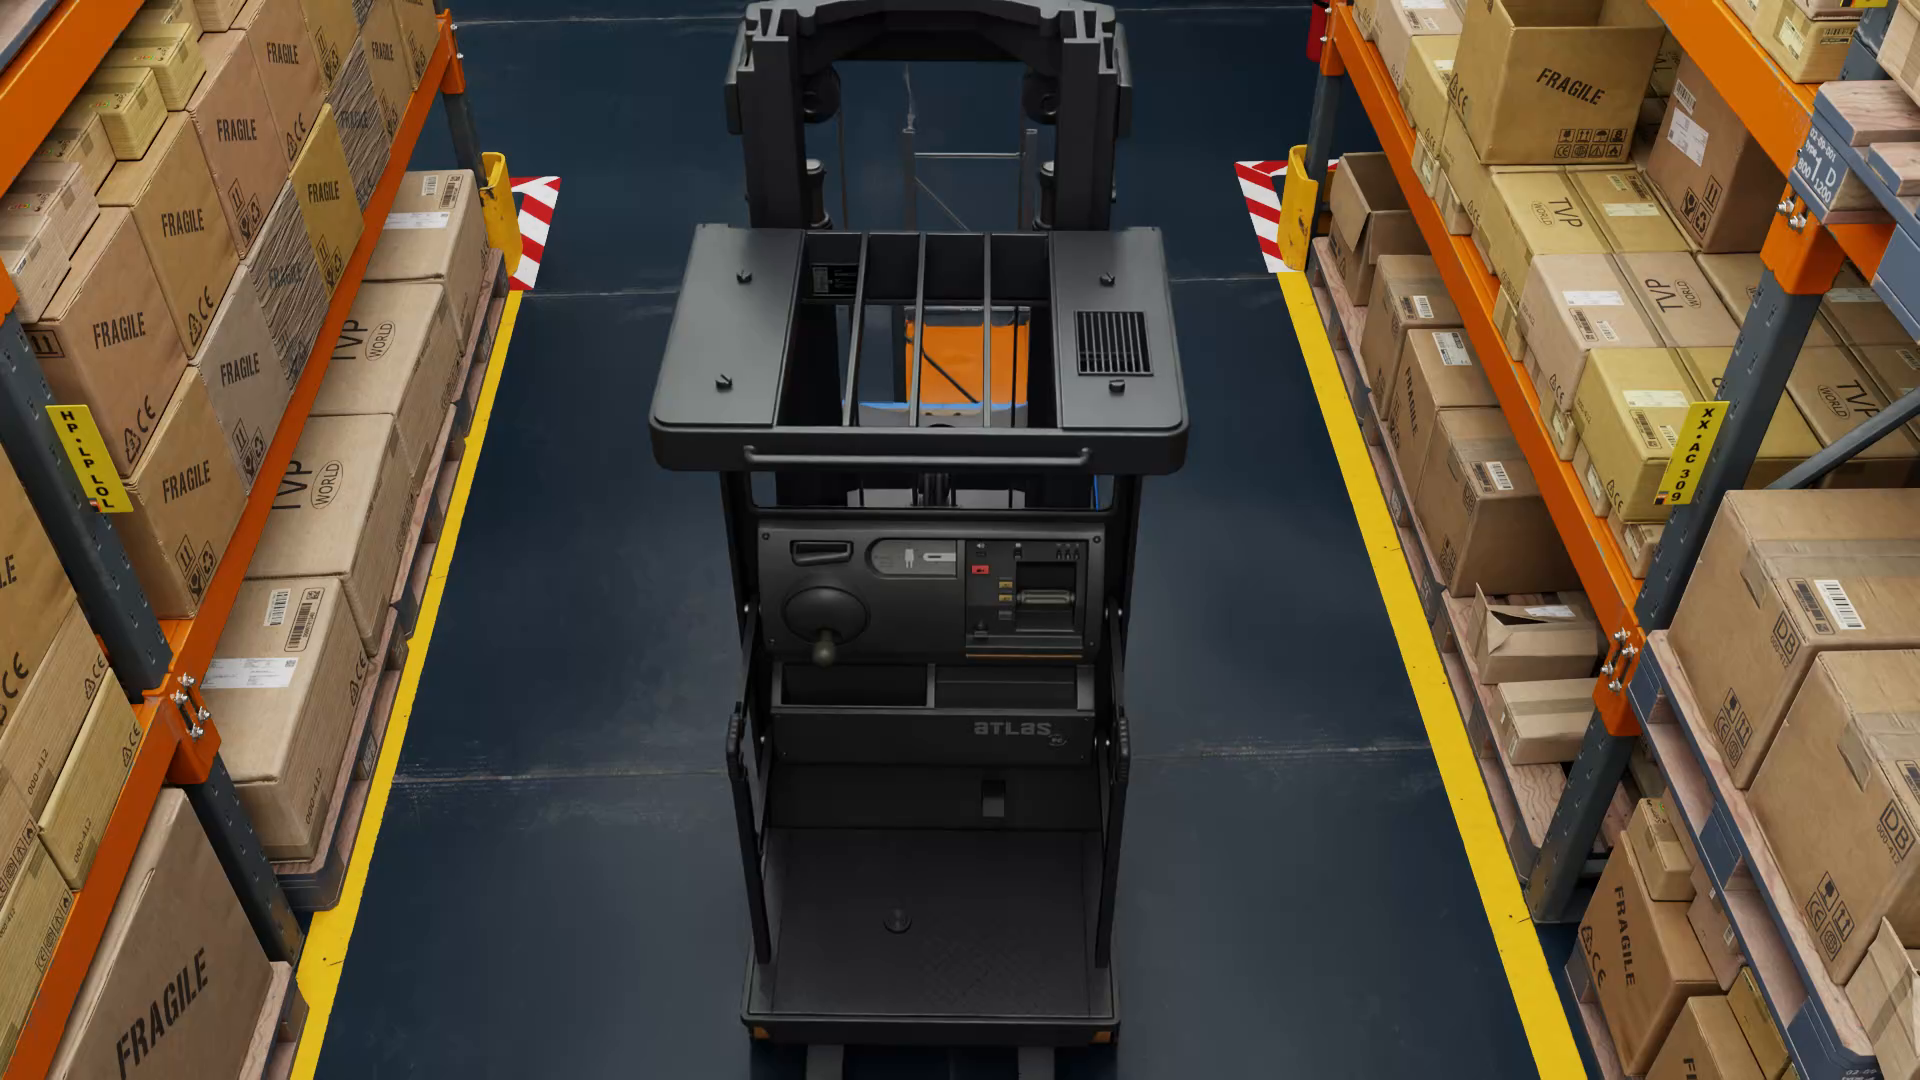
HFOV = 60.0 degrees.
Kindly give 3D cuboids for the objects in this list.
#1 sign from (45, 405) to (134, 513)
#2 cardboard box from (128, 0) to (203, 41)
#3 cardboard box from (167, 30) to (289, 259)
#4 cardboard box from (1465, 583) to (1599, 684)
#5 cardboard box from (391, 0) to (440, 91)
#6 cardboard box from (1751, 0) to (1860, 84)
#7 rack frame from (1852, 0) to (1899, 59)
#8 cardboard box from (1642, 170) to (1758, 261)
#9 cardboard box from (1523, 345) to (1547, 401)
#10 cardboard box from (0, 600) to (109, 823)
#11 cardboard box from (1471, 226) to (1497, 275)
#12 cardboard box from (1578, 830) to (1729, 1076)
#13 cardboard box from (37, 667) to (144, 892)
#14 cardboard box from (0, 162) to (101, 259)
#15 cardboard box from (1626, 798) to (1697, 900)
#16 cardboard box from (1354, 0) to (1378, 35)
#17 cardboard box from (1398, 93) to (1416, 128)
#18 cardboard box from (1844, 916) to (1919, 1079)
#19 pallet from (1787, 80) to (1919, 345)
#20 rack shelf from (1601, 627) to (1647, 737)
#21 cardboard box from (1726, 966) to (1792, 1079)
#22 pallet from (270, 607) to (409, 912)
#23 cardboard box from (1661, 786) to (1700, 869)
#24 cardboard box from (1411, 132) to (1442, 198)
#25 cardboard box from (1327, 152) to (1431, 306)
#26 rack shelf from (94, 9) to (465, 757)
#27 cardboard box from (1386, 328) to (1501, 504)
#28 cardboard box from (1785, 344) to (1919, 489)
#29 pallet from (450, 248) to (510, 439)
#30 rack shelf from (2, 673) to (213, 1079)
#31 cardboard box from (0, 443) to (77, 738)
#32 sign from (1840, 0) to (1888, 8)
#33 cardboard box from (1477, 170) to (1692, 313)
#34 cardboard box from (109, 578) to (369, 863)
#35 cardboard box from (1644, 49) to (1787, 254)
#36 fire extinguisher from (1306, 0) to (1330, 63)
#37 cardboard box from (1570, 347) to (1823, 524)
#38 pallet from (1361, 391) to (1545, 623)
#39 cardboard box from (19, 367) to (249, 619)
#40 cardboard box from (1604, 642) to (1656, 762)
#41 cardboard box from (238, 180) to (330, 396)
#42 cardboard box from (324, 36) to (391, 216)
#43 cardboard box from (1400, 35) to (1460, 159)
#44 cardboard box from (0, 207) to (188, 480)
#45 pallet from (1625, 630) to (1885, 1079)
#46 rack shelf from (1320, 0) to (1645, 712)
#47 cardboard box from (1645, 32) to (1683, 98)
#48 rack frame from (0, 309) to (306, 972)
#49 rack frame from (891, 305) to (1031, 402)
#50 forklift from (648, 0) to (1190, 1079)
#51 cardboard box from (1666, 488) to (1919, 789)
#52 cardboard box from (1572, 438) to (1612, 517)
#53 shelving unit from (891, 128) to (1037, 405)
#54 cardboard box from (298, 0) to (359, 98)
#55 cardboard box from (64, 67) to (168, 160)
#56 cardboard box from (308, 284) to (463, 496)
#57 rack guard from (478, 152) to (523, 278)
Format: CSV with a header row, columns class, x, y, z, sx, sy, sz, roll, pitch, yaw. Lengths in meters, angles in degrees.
class,x,y,z,sx,sy,sz,roll,pitch,yaw
sign,-2.062,-0.189,3.938,0.100,0.325,0.005,-2,43,-2
cardboard box,-2.462,-1.495,4.867,0.380,0.149,0.250,-2,43,-2
cardboard box,-2.407,-1.190,5.014,0.500,0.500,0.500,-1,43,-1
cardboard box,2.023,0.331,5.882,0.396,0.266,0.258,0,43,0
cardboard box,-2.488,-2.188,6.843,0.500,0.500,0.500,-1,43,-2
cardboard box,2.045,-1.161,3.763,0.380,0.149,0.250,-2,43,-2
rack frame,2.356,-2.125,2.409,1.000,3.000,0.127,-2,43,-2
cardboard box,2.556,-0.997,5.509,0.500,0.250,0.500,-1,43,-1
cardboard box,2.038,-0.557,5.324,0.380,0.149,0.250,-1,43,-1
cardboard box,-2.342,0.393,3.843,0.500,0.250,0.500,-2,43,-2
cardboard box,2.042,-1.071,5.885,0.380,0.149,0.250,-2,43,-2
cardboard box,2.151,1.186,4.775,0.500,0.500,0.500,0,43,0
cardboard box,-2.332,0.582,4.006,0.500,0.250,0.500,-3,43,-3
cardboard box,-2.384,-0.806,4.116,0.380,0.149,0.250,-1,43,-1
cardboard box,2.105,0.864,4.647,0.380,0.149,0.250,0,43,0
cardboard box,1.936,-2.354,6.990,0.500,0.250,0.500,-1,43,-2
cardboard box,1.978,-1.773,6.650,0.380,0.149,0.250,0,43,0
cardboard box,2.031,0.930,3.304,0.396,0.266,0.258,0,43,0
pallet,2.313,-0.508,3.003,1.213,0.211,1.003,-2,43,-2
rack shelf,2.441,1.702,3.206,1.077,0.370,4.000,-2,43,-2
cardboard box,2.216,1.221,4.257,0.380,0.149,0.250,-4,43,-4
pallet,-2.557,0.744,5.783,1.003,0.211,1.213,-2,43,-2
cardboard box,2.166,0.752,4.548,0.380,0.149,0.250,-2,43,-3
cardboard box,1.931,-1.421,6.266,0.380,0.149,0.250,-3,43,-3
cardboard box,2.117,-1.433,7.630,0.797,0.503,0.637,-3,43,-3
rack shelf,-2.688,-0.854,5.994,1.077,0.370,4.000,-2,43,-2
cardboard box,2.037,-0.494,6.608,0.500,0.500,0.500,-1,43,-1
cardboard box,2.604,-0.310,4.759,0.500,0.250,0.500,-2,43,-2
pallet,-2.661,-0.904,7.580,1.003,0.211,1.213,-2,43,-2
rack shelf,-2.518,1.847,3.048,1.077,0.370,4.000,-2,43,-2
cardboard box,-2.334,0.120,3.585,0.500,0.500,0.500,0,43,0
sign,1.814,-1.189,3.225,0.100,0.325,0.005,-2,43,-2
cardboard box,2.046,-0.980,5.490,0.500,0.250,0.500,-2,43,-2
cardboard box,-2.523,0.594,5.467,0.875,0.438,0.875,-2,43,-2
cardboard box,2.558,-1.258,5.238,0.500,0.500,0.500,-3,43,-3
fire extinguisher,1.718,-2.534,7.628,0.296,0.674,0.183,-2,43,-2
cardboard box,2.090,-0.305,4.754,0.500,0.250,0.500,-1,43,-1
pallet,2.273,-0.175,6.785,1.003,0.211,1.213,-2,43,-2
cardboard box,-2.362,-0.130,4.598,0.500,0.500,0.500,0,43,0
cardboard box,2.564,0.470,5.697,0.500,0.311,0.500,0,43,0
cardboard box,-2.394,-0.806,5.335,0.500,0.500,0.500,-1,43,-2
cardboard box,-2.450,-1.502,6.094,0.500,0.500,0.500,-1,43,-1
cardboard box,1.982,-1.672,6.245,0.500,0.250,0.500,-2,43,-3
cardboard box,-2.382,-0.503,4.265,0.500,0.500,0.500,-1,43,-2
pallet,2.281,0.700,3.909,1.003,0.211,1.213,-2,43,-2
rack shelf,2.271,-0.999,6.152,1.077,0.370,4.000,-2,43,-2
cardboard box,2.507,-1.683,6.257,0.500,0.250,0.500,0,43,0
rack frame,-2.603,0.231,4.278,1.000,3.000,0.127,-2,43,-2
rack frame,0.023,-0.284,5.950,0.500,1.500,0.032,1,43,1
forklift,-0.078,0.231,4.328,1.130,2.935,3.031,1,43,1
cardboard box,2.153,0.228,3.897,0.700,0.500,0.500,-1,43,-1
cardboard box,2.057,-0.204,4.939,0.380,0.149,0.250,-1,43,-1
shelving unit,0.030,-0.634,6.332,0.587,1.500,1.083,1,43,1
cardboard box,-2.446,-1.870,5.756,0.500,0.500,0.500,-2,43,-2
cardboard box,-2.387,-1.147,4.488,0.380,0.149,0.250,-2,43,-2
cardboard box,-2.598,-0.619,6.791,0.875,0.438,0.875,-1,43,-1
rack guard,-2.774,-1.564,8.086,1.175,0.500,0.348,-2,43,-2
